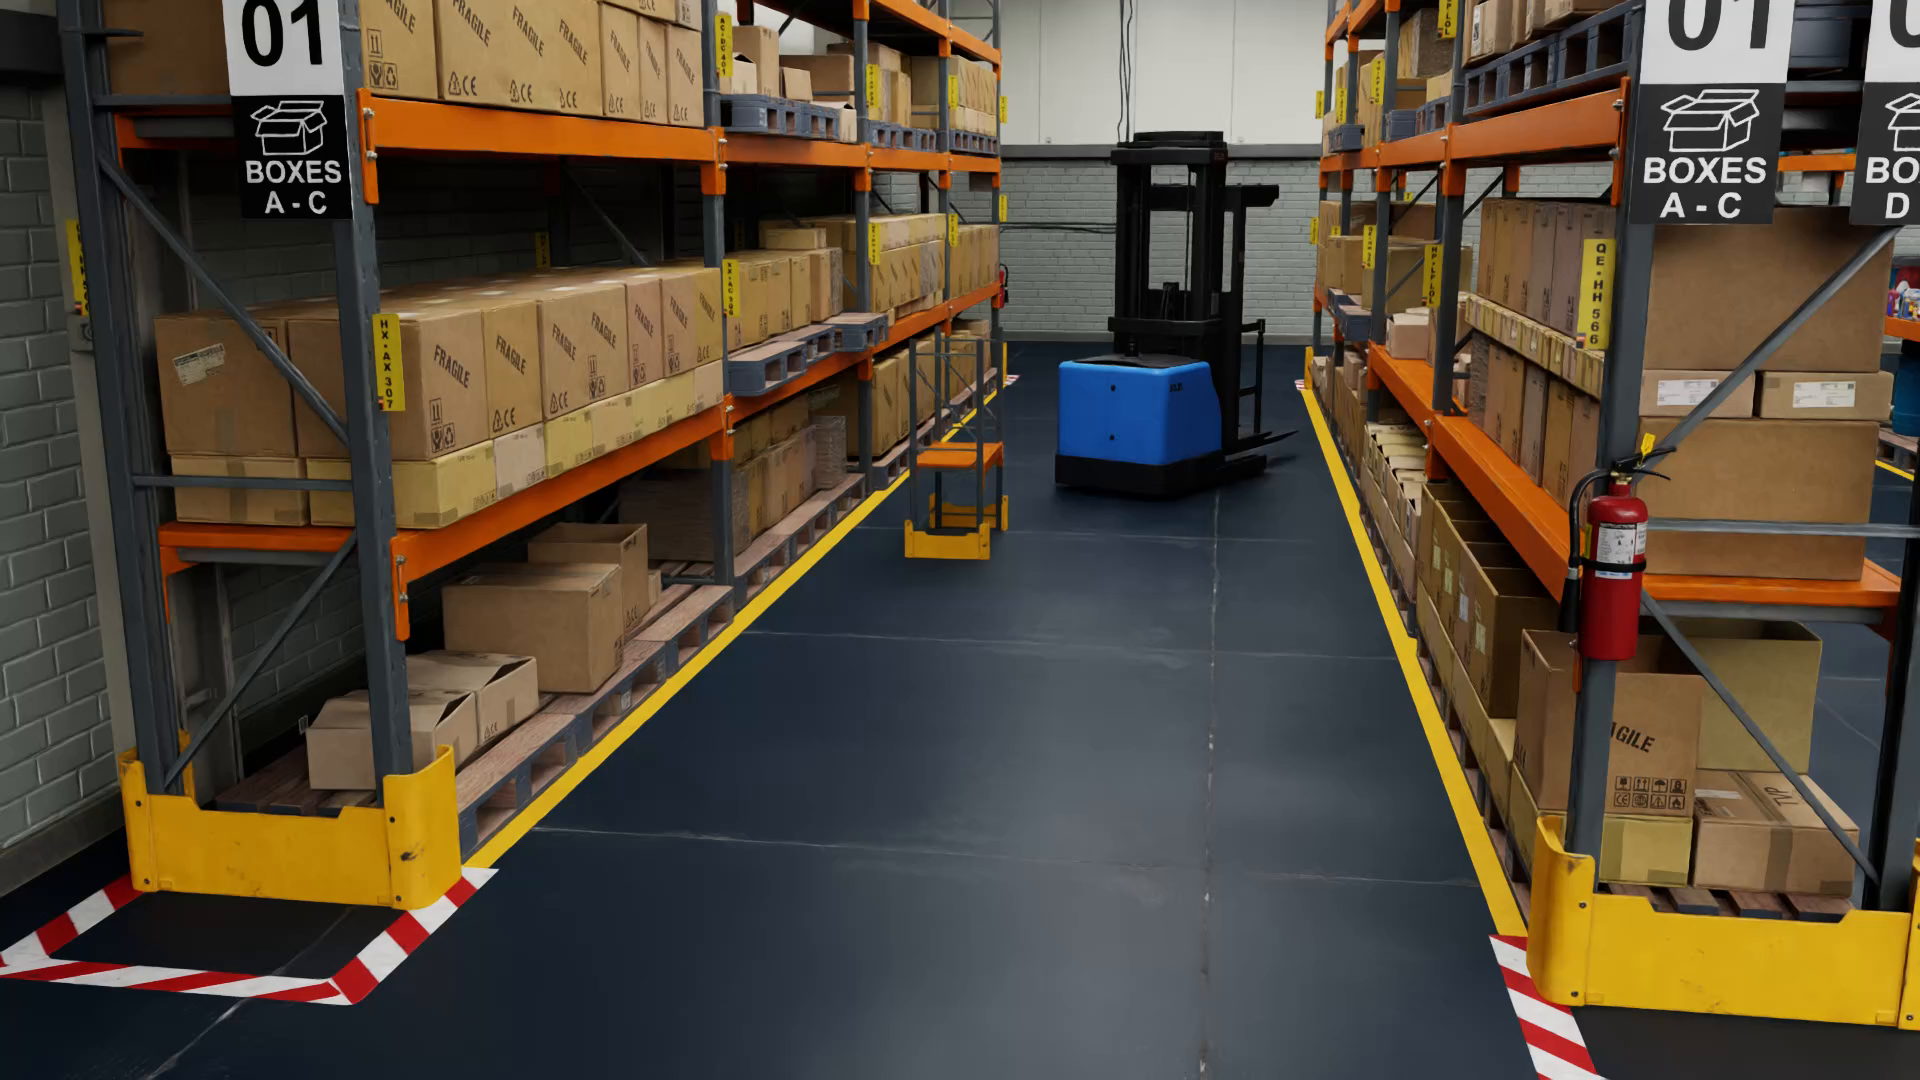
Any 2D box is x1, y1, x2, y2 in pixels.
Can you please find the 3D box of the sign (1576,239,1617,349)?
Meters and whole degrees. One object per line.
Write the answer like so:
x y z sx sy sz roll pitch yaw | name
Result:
1.904 -0.733 4.964 0.100 0.325 0.005 2 12 9 | sign

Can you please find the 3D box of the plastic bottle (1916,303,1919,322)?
8.598 -2.046 14.841 0.097 0.201 0.097 0 12 0 | plastic bottle

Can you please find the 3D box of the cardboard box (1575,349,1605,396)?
2.386 -0.590 5.835 0.380 0.149 0.250 2 12 8 | cardboard box

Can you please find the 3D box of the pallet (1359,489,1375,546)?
3.503 -0.163 12.248 1.003 0.211 1.213 2 12 9 | pallet

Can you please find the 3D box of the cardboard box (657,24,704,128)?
-1.676 -2.435 8.765 0.500 0.500 0.500 2 12 10 | cardboard box

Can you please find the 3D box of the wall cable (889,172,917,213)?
-0.735 -4.315 22.484 0.084 1.984 1.851 2 12 9 | wall cable

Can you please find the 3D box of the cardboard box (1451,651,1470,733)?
2.447 0.674 7.275 0.500 0.250 0.500 2 12 9 | cardboard box

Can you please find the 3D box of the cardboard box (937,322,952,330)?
-0.300 -2.548 20.091 0.380 0.149 0.250 2 12 9 | cardboard box

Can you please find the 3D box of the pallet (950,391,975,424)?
-0.418 -1.481 18.365 1.003 0.211 1.213 2 12 9 | pallet

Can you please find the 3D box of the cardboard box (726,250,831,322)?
-1.349 -1.904 12.428 0.700 0.500 0.500 1 12 3 | cardboard box

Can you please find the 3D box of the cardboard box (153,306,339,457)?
-2.595 -0.599 6.179 0.500 0.500 0.500 2 12 8 | cardboard box

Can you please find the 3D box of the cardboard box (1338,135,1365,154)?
4.095 -4.032 16.817 0.500 0.250 0.500 2 12 9 | cardboard box

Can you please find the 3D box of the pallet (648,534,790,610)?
-1.724 0.178 10.667 1.003 0.211 1.213 2 12 9 | pallet

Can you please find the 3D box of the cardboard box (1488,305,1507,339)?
2.705 -1.019 7.825 0.380 0.149 0.250 2 12 8 | cardboard box

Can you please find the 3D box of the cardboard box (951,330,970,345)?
-0.083 -2.315 19.014 0.380 0.149 0.250 2 12 7 | cardboard box

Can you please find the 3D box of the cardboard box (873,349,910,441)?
-0.844 -1.341 15.203 0.750 0.750 0.750 2 12 8 | cardboard box

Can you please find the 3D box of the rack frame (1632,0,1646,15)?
2.438 -2.963 4.384 1.000 3.000 0.127 2 12 9 | rack frame

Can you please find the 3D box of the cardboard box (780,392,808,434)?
-1.436 -0.947 12.378 0.500 0.250 0.500 2 12 10 | cardboard box

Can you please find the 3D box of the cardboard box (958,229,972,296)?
-0.395 -3.099 18.543 0.980 0.700 0.700 2 12 7 | cardboard box

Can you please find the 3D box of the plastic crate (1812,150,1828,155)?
9.146 -4.157 17.325 0.437 0.282 0.530 2 12 9 | plastic crate

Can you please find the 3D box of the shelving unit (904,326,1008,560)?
-0.012 -0.717 11.762 0.587 1.500 1.083 2 12 9 | shelving unit

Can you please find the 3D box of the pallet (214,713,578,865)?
-2.286 0.989 6.904 1.003 0.211 1.213 2 12 9 | pallet

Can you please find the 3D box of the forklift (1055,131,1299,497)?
2.063 -2.040 14.501 1.130 2.935 3.031 9 15 35 | forklift

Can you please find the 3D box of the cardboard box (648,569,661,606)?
-1.895 0.259 9.352 0.380 0.166 0.250 0 12 1 | cardboard box

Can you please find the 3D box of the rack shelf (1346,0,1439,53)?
3.976 -4.498 14.161 1.077 0.370 4.000 2 12 9 | rack shelf

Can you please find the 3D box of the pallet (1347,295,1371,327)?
3.963 -2.007 14.643 1.003 0.211 1.213 2 12 9 | pallet

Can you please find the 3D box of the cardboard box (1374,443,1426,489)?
3.144 -0.516 11.467 0.500 0.311 0.500 2 12 7 | cardboard box

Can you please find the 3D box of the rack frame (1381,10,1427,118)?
3.668 -4.629 12.112 1.000 3.000 0.127 2 12 9 | rack frame

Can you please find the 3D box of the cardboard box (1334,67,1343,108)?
4.675 -5.157 19.070 0.700 0.500 0.500 2 12 9 | cardboard box

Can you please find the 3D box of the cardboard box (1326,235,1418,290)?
3.989 -2.692 16.129 0.700 0.500 0.500 -2 12 -10 | cardboard box

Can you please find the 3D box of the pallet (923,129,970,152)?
-0.476 -4.281 17.831 1.003 0.211 1.213 2 12 9 | pallet

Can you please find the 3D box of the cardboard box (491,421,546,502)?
-2.003 -0.327 6.698 0.500 0.250 0.500 1 12 7 | cardboard box

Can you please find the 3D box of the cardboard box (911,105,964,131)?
-0.245 -4.471 17.621 0.500 0.250 0.500 2 12 8 | cardboard box

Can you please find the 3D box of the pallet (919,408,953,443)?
-0.656 -1.162 16.886 1.003 0.211 1.213 2 12 9 | pallet

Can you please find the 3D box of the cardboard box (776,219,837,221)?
-1.331 -2.637 14.339 0.500 0.250 0.500 1 12 7 | cardboard box

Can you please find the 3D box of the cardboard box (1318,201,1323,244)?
4.570 -3.815 19.966 0.500 0.500 0.500 2 12 10 | cardboard box

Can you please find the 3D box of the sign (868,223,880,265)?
-0.690 -2.368 13.299 0.100 0.325 0.005 2 12 9 | sign

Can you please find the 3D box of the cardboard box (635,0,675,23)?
-1.726 -2.809 8.129 0.500 0.500 0.500 3 12 12 | cardboard box

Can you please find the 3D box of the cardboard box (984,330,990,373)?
-0.006 -2.356 20.740 0.700 0.500 0.500 2 12 9 | cardboard box

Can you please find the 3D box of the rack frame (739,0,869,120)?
-1.227 -4.789 12.853 1.000 3.000 0.127 2 12 9 | rack frame

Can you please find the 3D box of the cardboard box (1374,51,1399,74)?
3.930 -3.918 14.462 0.600 0.600 0.600 1 12 6 | cardboard box

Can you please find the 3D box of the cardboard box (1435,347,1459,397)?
3.007 -0.987 9.771 0.396 0.266 0.258 2 12 7 | cardboard box

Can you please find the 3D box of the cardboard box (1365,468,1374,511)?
3.221 -0.353 12.042 0.500 0.250 0.500 2 12 7 | cardboard box

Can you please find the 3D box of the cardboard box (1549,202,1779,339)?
2.682 -1.036 6.365 0.700 0.500 0.500 2 12 9 | cardboard box

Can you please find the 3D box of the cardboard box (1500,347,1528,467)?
2.835 -0.605 7.445 0.700 0.500 0.500 2 12 9 | cardboard box

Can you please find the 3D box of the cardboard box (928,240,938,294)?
-0.503 -2.682 16.326 0.500 0.500 0.500 2 12 9 | cardboard box

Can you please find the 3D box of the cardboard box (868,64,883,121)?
-1.082 -3.916 14.641 0.700 0.500 0.500 3 12 12 | cardboard box

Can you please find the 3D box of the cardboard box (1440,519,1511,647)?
2.518 0.203 7.680 0.500 0.500 0.500 2 12 9 | cardboard box

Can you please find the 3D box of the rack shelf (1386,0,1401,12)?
3.360 -3.665 10.298 1.077 0.370 4.000 2 12 9 | rack shelf

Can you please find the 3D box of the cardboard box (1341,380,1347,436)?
3.813 -1.214 15.395 0.500 0.500 0.500 2 12 9 | cardboard box

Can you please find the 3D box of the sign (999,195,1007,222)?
0.537 -4.183 20.970 0.100 0.325 0.005 2 12 9 | sign

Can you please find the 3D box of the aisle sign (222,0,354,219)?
-2.172 -1.437 5.369 0.394 0.787 0.004 2 12 9 | aisle sign

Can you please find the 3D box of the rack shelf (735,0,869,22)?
-1.535 -3.825 11.039 1.077 0.370 4.000 2 12 9 | rack shelf

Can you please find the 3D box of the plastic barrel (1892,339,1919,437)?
9.077 -1.434 15.513 0.600 0.901 0.708 2 12 9 | plastic barrel

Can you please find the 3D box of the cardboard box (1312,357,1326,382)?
4.458 -2.024 19.749 0.500 0.250 0.500 2 12 9 | cardboard box

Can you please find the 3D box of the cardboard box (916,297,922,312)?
-0.570 -2.285 16.023 0.380 0.149 0.250 2 12 9 | cardboard box
